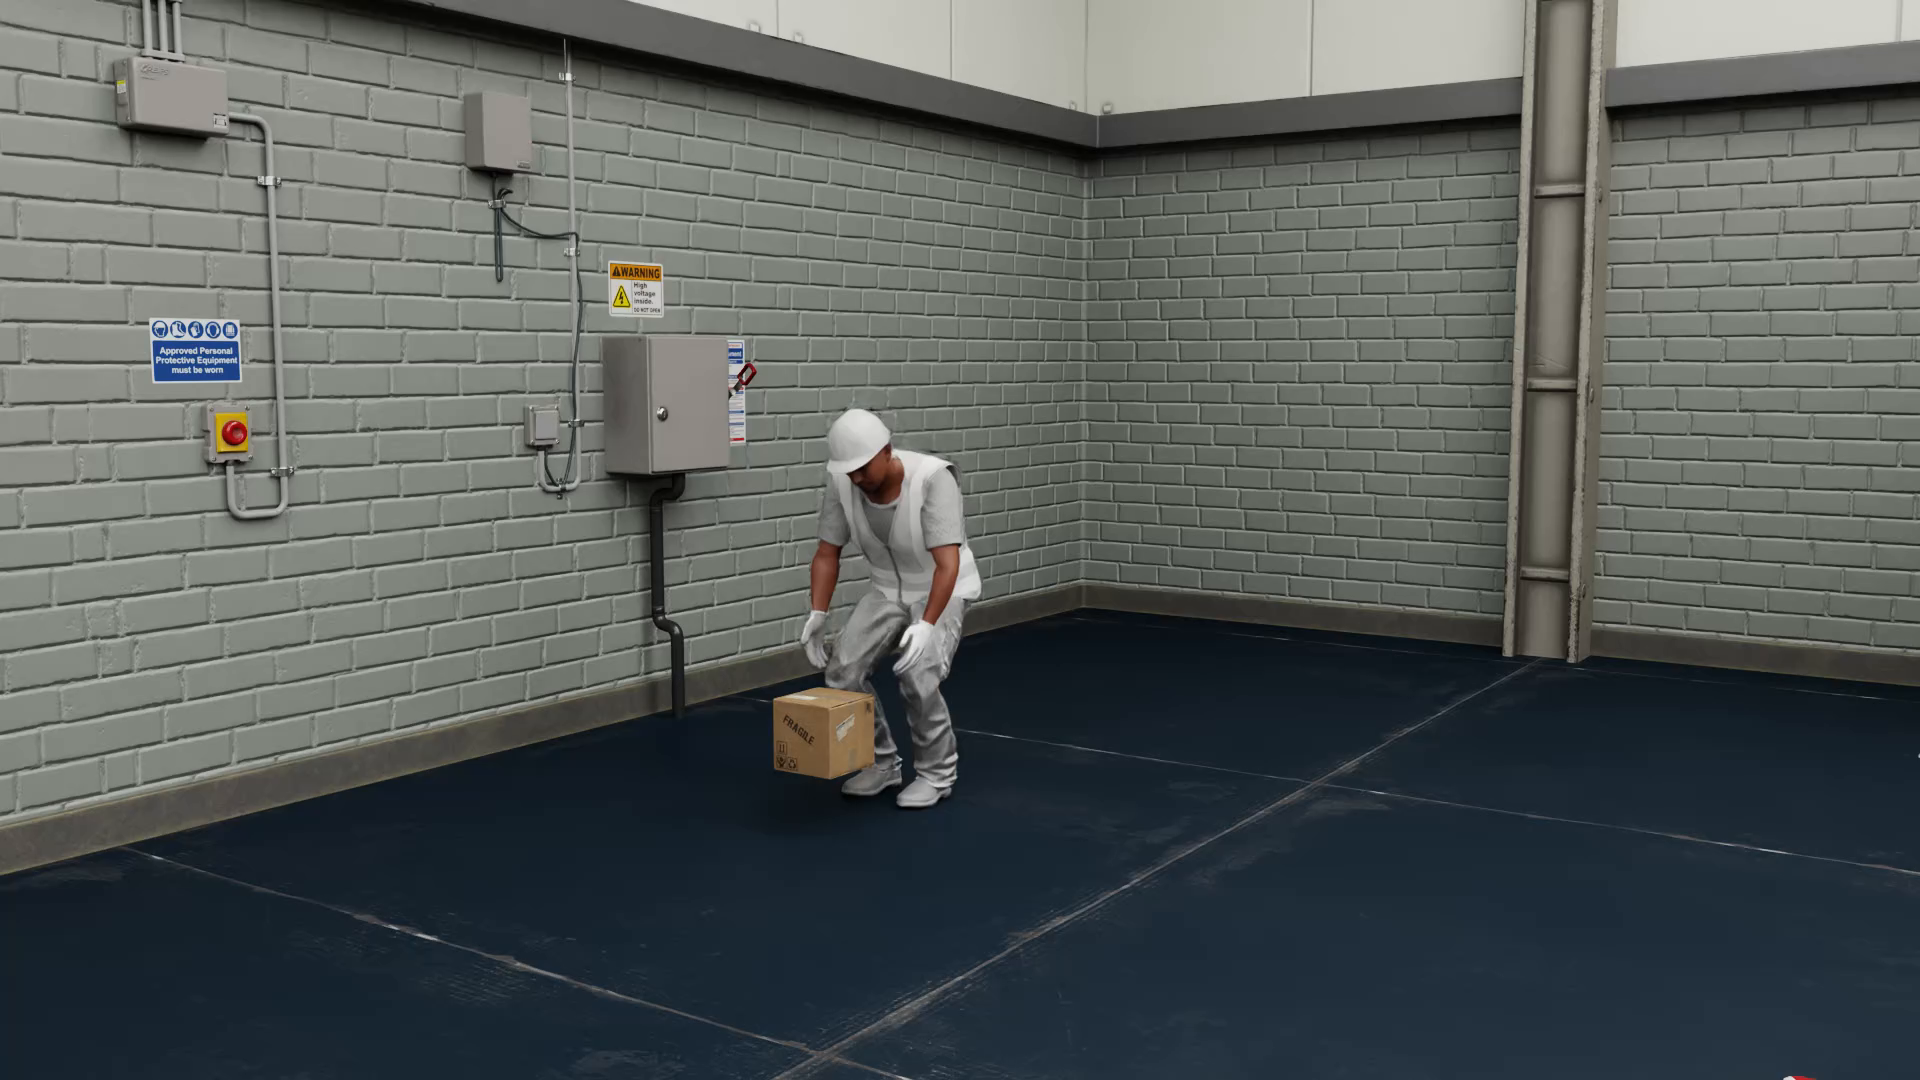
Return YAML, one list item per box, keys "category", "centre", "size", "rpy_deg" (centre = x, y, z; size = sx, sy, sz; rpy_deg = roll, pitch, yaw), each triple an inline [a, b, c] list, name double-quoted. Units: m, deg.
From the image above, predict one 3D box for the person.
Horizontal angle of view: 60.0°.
- category: "person"
  centre: [-0.211, 0.239, 6.028]
  size: [0.612, 1.441, 0.755]
  rpy_deg: [4, 7, 34]
